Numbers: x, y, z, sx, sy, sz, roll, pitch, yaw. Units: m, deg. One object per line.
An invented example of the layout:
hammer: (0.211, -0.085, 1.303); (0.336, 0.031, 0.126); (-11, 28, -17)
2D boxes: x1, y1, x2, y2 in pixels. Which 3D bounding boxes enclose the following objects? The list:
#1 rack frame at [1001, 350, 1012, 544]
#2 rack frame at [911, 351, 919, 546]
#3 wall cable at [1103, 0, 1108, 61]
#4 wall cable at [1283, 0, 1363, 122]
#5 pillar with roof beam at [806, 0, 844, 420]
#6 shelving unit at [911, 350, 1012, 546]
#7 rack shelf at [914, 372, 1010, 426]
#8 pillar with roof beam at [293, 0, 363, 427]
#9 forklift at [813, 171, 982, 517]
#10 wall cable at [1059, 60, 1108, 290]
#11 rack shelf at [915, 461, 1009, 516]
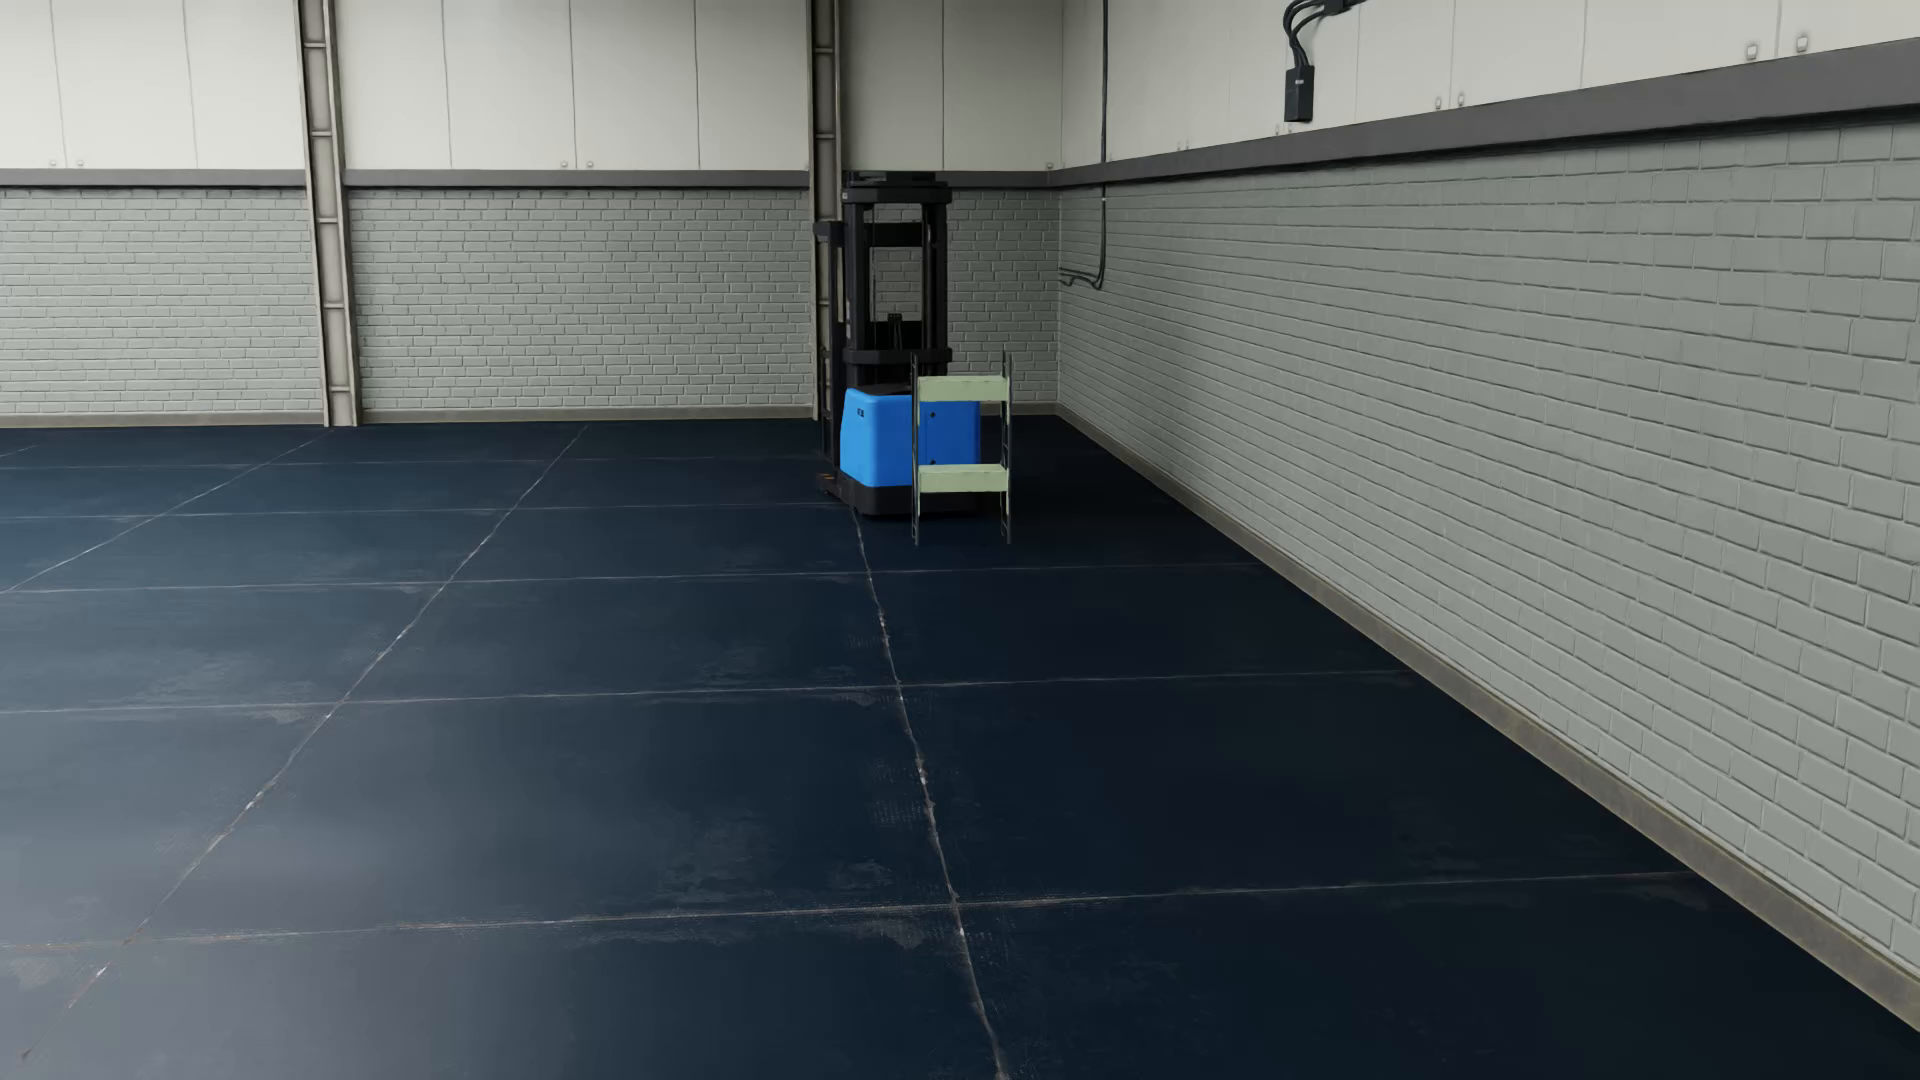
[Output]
rack frame: (0.371, -0.744, 13.263); (0.023, 1.500, 0.400); (-1, 11, -6)
rack frame: (-0.357, -0.728, 13.185); (0.023, 1.500, 0.400); (-1, 11, -6)
wall cable: (1.688, -6.211, 16.591); (0.112, 2.526, 3.097); (-1, 11, -6)
wall cable: (2.406, -5.623, 9.827); (0.169, 6.003, 2.305); (-1, 11, -6)
pillar with roof beam: (-1.211, -5.142, 16.196); (0.400, 9.000, 9.100); (-1, 11, -6)
shelving unit: (0.007, -0.736, 13.224); (0.755, 1.500, 0.431); (-1, 11, -6)
rack shelf: (0.007, -1.119, 13.149); (0.720, 0.370, 0.431); (-1, 11, -6)
pillar with roof beam: (-7.175, -5.017, 15.560); (0.400, 9.000, 9.100); (-1, 11, -6)
forklift: (-0.721, -1.881, 15.337); (1.130, 2.935, 3.031); (-3, 12, -16)
wall cable: (1.396, -4.252, 19.717); (0.112, 2.526, 3.097); (-1, 11, -6)
rack shelf: (0.007, -0.416, 13.287); (0.720, 0.370, 0.431); (-1, 11, -6)
